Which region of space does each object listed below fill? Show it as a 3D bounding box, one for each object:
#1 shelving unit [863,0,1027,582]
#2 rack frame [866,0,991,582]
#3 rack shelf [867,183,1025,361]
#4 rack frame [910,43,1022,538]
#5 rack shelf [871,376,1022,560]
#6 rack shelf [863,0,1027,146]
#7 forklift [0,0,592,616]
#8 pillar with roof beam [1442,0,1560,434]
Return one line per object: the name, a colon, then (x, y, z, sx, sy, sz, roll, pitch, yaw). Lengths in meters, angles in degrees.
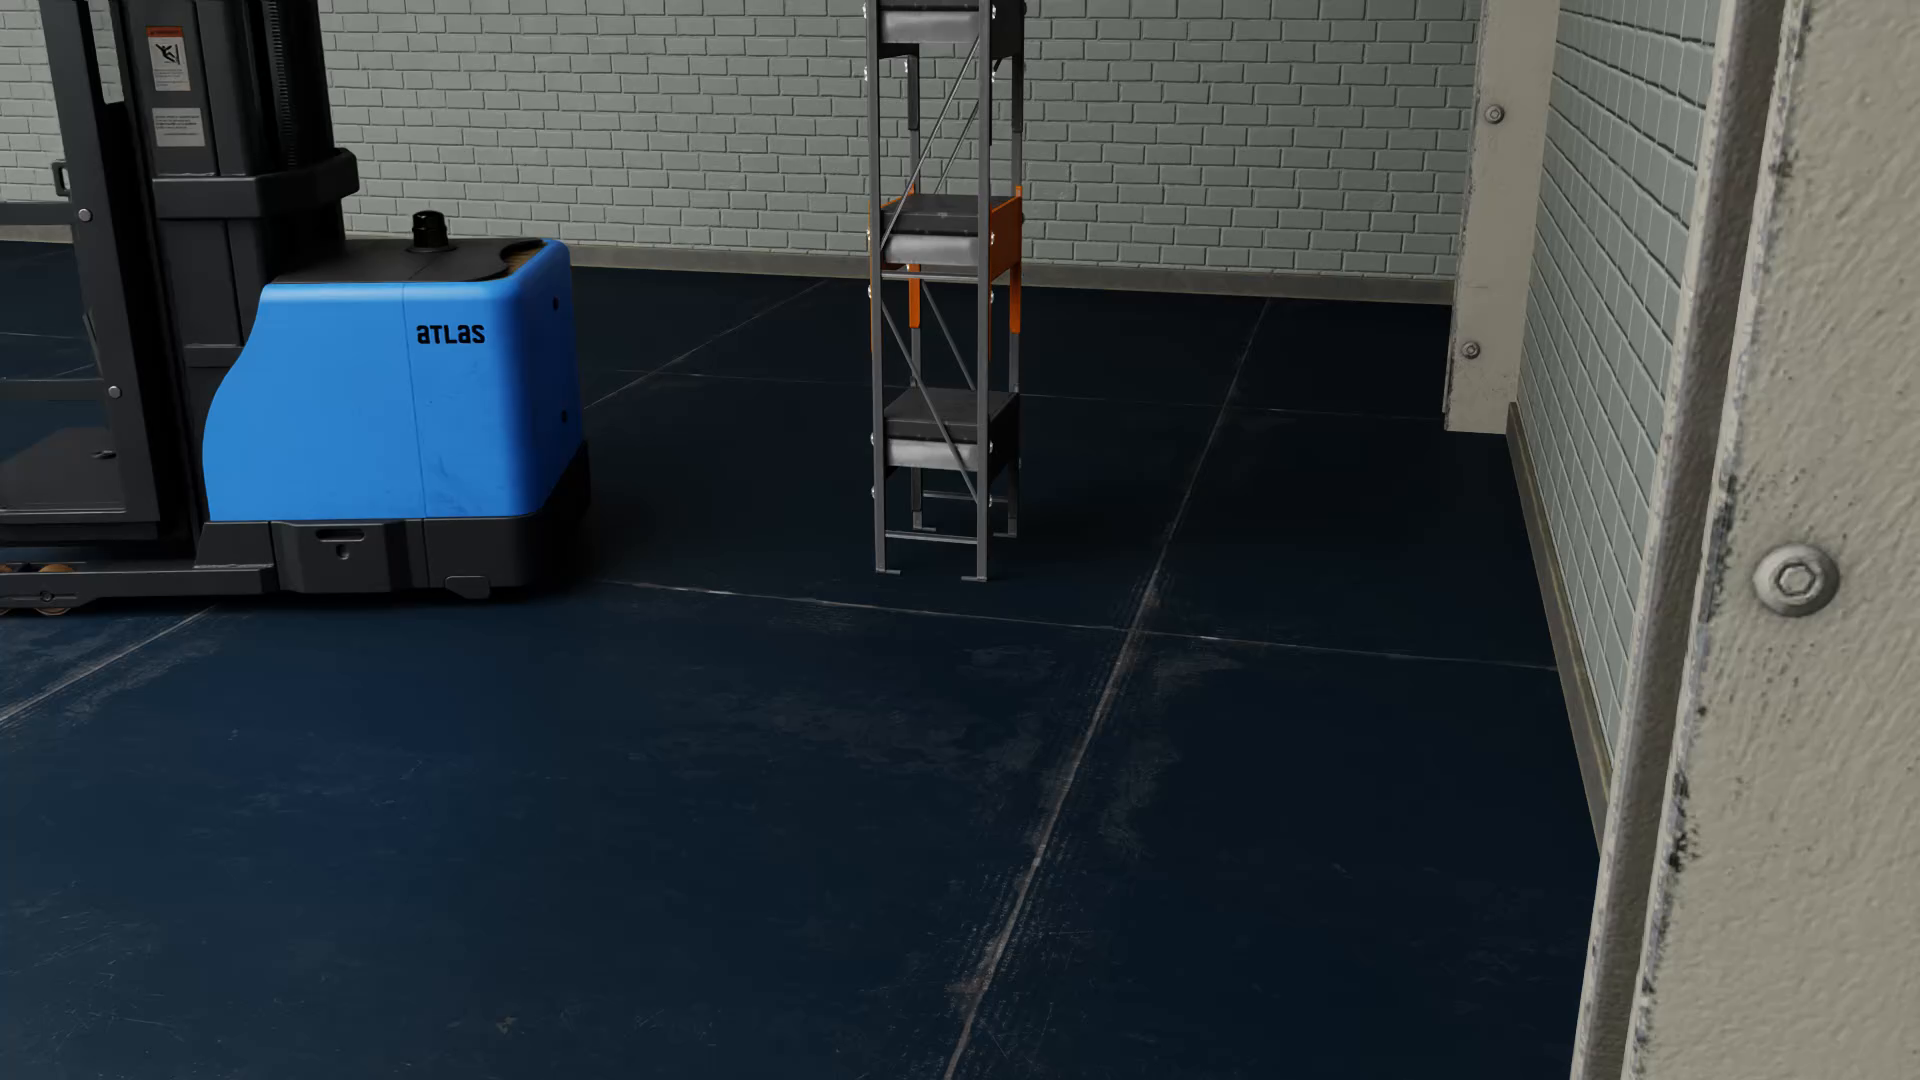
shelving unit: (-0.040, -0.942, 5.696, 0.431, 2.100, 0.503, 5, 19, 13)
rack frame: (-0.100, -0.865, 5.472, 0.400, 2.100, 0.015, 5, 19, 13)
rack shelf: (-0.040, -0.929, 5.701, 0.431, 0.518, 0.480, 5, 19, 13)
rack frame: (0.019, -1.018, 5.920, 0.400, 2.100, 0.015, 5, 19, 13)
rack shelf: (-0.040, -0.266, 5.927, 0.431, 0.518, 0.480, 5, 19, 13)
rack shelf: (-0.040, -1.591, 5.474, 0.431, 0.518, 0.480, 5, 19, 13)
forklift: (-2.913, -1.311, 5.490, 3.031, 2.935, 1.130, -1, 19, -3)
pillar with roof beam: (-1.743, -5.154, 7.355, 9.100, 9.000, 0.400, 5, 19, 13)
